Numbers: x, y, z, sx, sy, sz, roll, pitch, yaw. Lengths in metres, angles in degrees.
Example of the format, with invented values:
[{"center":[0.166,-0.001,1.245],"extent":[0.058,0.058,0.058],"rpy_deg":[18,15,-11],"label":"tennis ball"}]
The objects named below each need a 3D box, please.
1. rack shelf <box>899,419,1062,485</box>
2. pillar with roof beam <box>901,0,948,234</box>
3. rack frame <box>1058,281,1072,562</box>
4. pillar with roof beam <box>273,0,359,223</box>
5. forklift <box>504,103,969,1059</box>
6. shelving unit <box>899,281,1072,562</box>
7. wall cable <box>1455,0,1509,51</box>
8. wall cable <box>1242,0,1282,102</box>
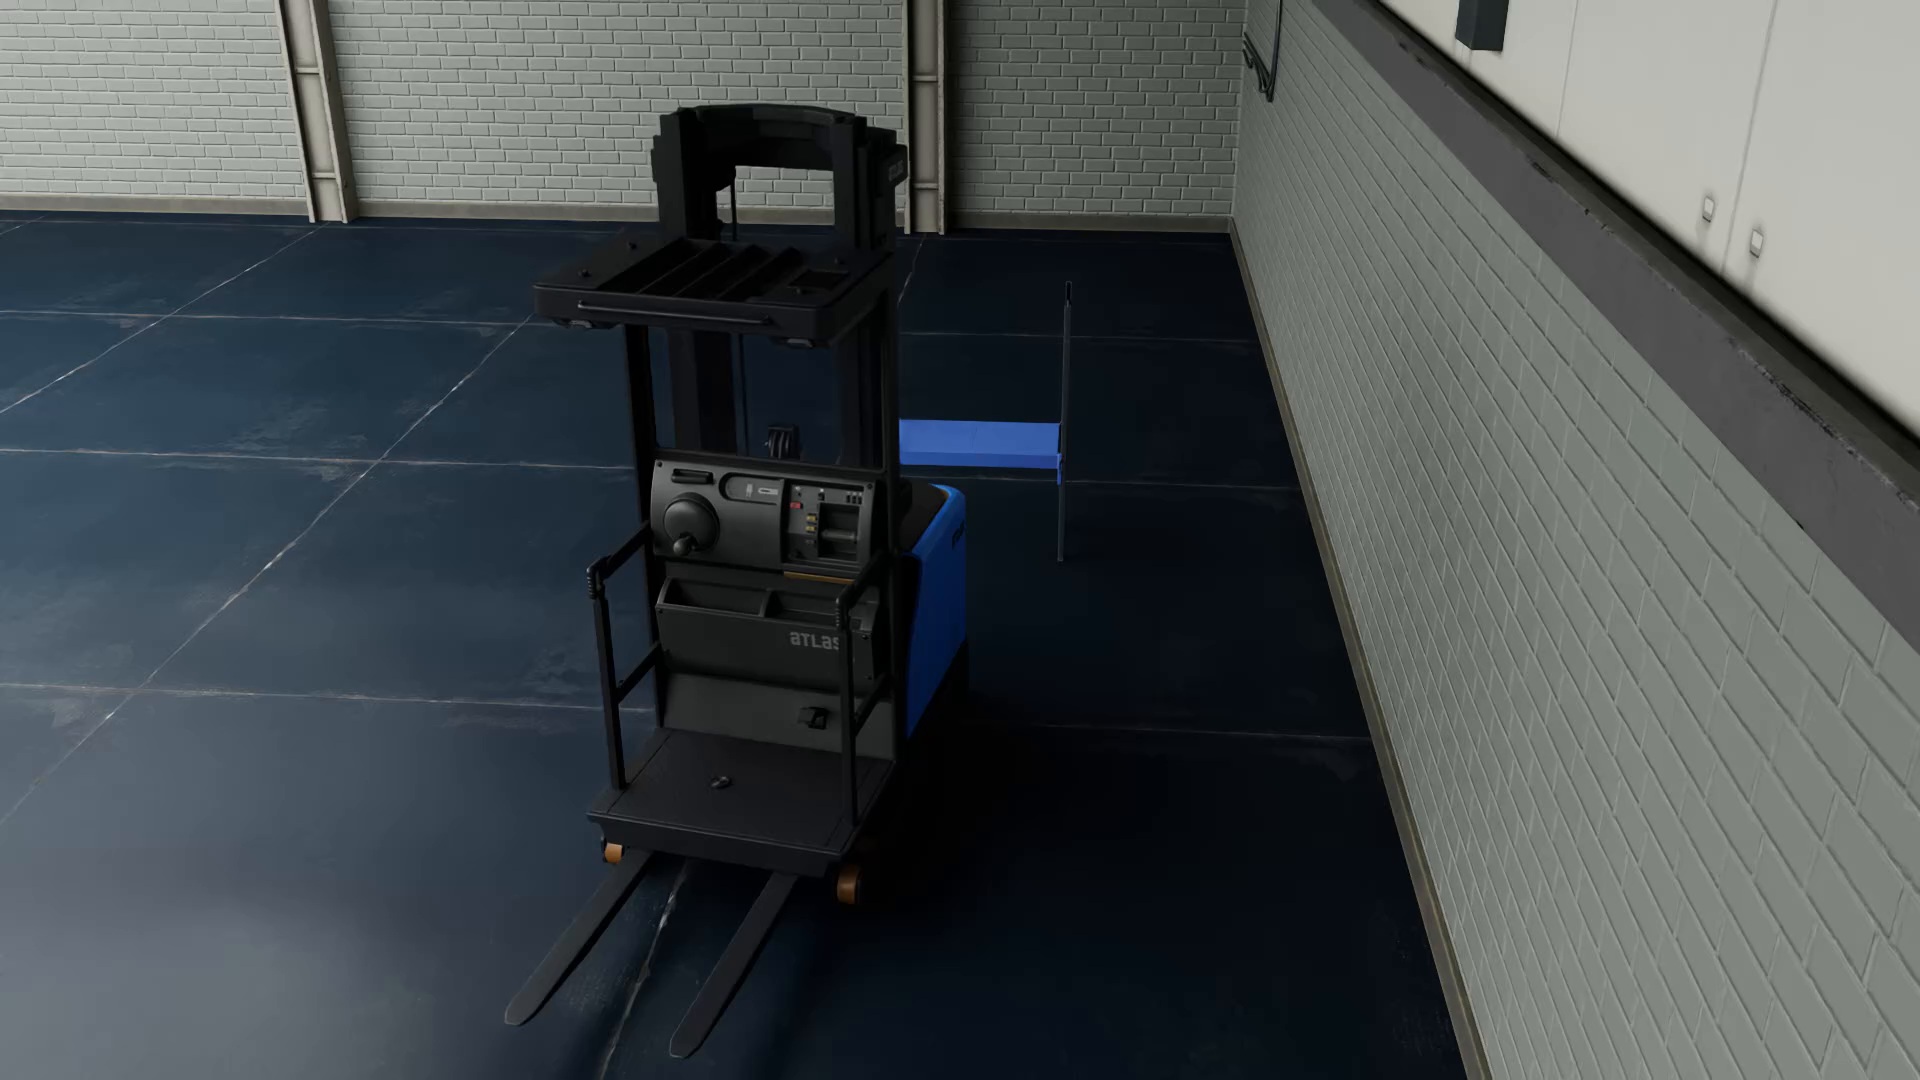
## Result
[{"center":[0.085,-0.515,9.506],"extent":[1.000,0.185,0.538],"rpy_deg":[2,25,4],"label":"rack shelf"},{"center":[-0.662,-5.347,10.605],"extent":[0.400,9.000,9.100],"rpy_deg":[2,25,4],"label":"pillar with roof beam"},{"center":[0.592,-0.662,9.395],"extent":[0.032,1.500,0.500],"rpy_deg":[2,25,4],"label":"rack frame"},{"center":[-6.644,-5.539,11.023],"extent":[0.400,9.000,9.100],"rpy_deg":[2,25,4],"label":"pillar with roof beam"},{"center":[-0.835,-0.063,6.381],"extent":[1.130,2.935,3.031],"rpy_deg":[6,25,14],"label":"forklift"},{"center":[0.085,-0.679,9.431],"extent":[1.048,1.500,0.538],"rpy_deg":[2,25,4],"label":"shelving unit"},{"center":[1.761,-4.085,3.793],"extent":[0.169,6.003,2.305],"rpy_deg":[2,25,4],"label":"wall cable"},{"center":[2.504,-5.085,13.751],"extent":[0.112,2.526,3.097],"rpy_deg":[2,25,4],"label":"wall cable"}]
